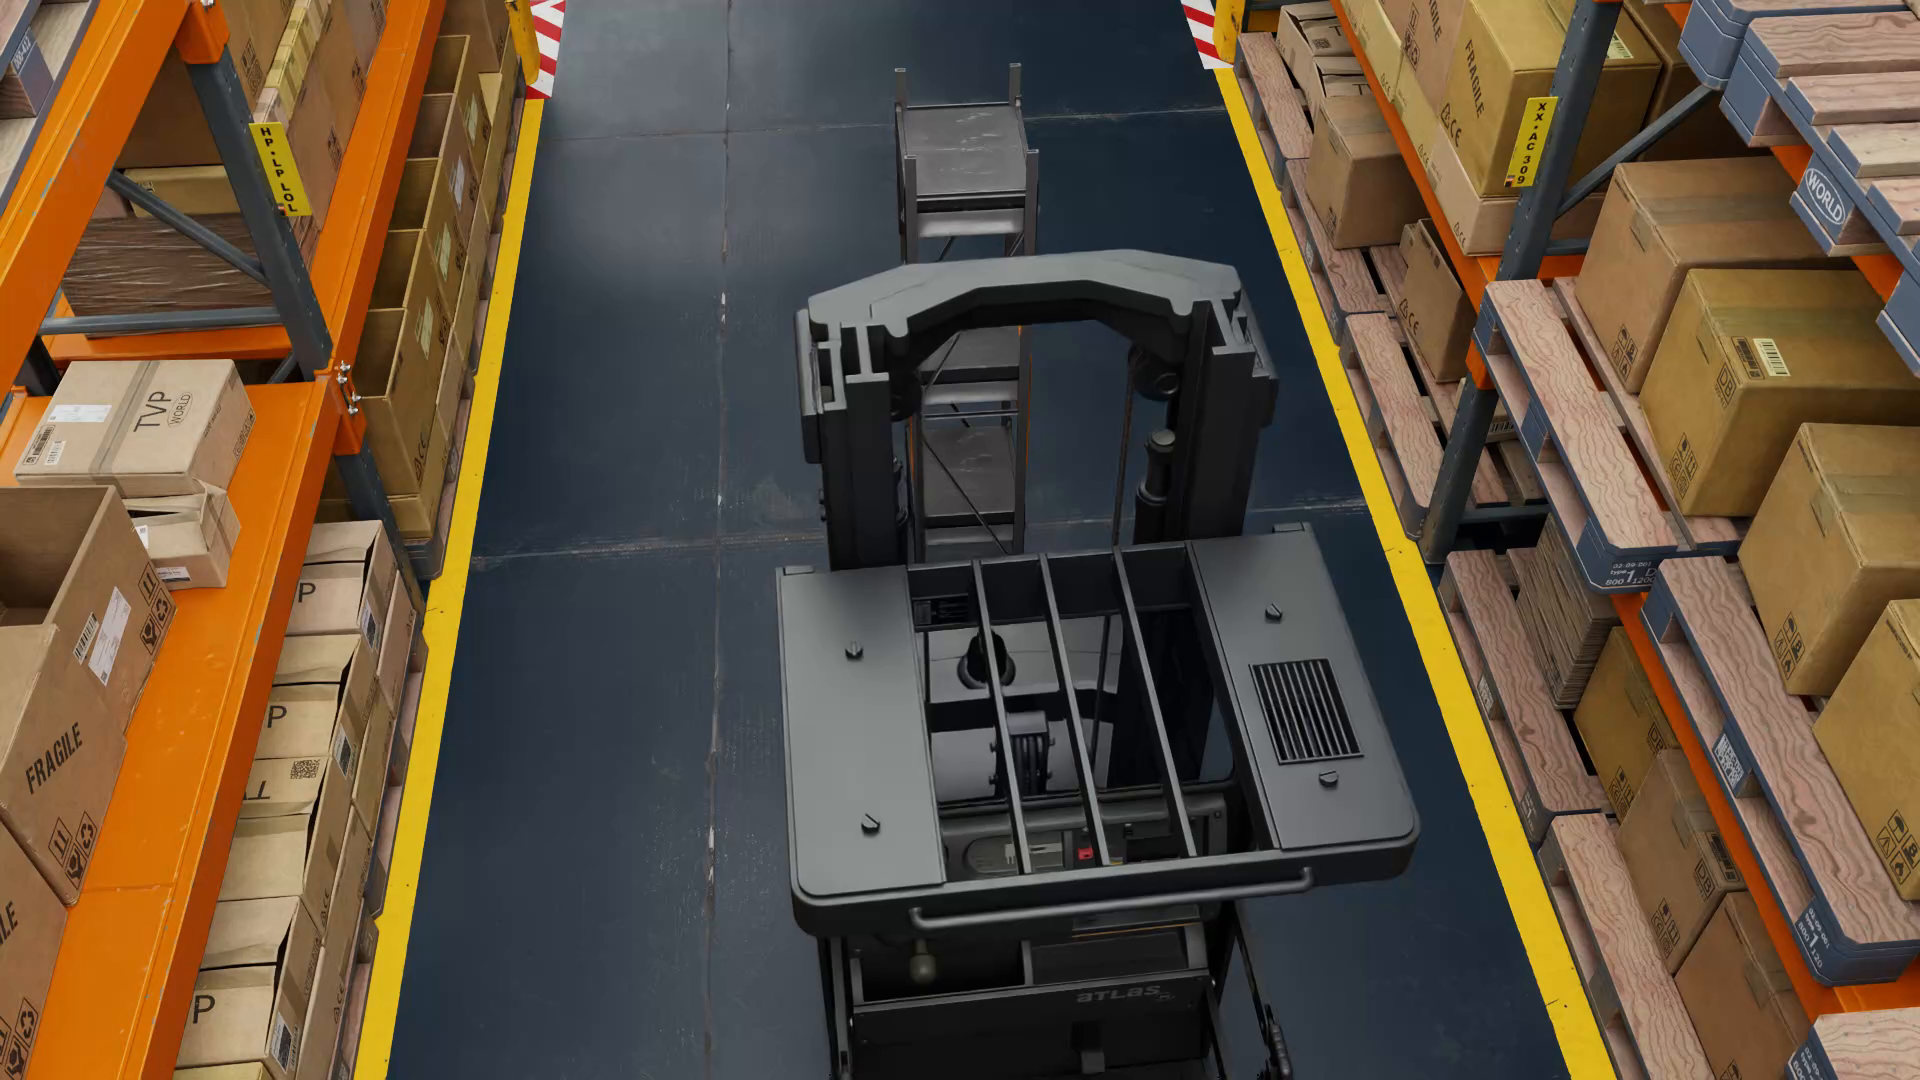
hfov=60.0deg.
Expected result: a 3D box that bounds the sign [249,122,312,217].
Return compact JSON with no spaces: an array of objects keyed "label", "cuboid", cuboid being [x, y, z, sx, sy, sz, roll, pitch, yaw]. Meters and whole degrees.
[{"label":"sign","cuboid":[-2.041,-1.109,4.992,0.100,0.325,0.005,-3,47,-3]}]

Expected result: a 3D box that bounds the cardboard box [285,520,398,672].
[{"label":"cardboard box","cuboid":[-2.261,0.185,5.727,0.500,0.311,0.500,-3,47,-3]}]

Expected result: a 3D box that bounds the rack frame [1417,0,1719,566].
[{"label":"rack frame","cuboid":[2.355,-1.002,5.633,1.000,3.000,0.127,-3,47,-3]}]

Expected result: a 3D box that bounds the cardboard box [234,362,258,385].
[{"label":"cardboard box","cuboid":[-2.867,-0.840,6.567,0.500,0.500,0.500,-3,47,-3]}]

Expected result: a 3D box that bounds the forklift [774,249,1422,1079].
[{"label":"forklift","cuboid":[0.207,0.934,3.846,1.130,2.935,3.031,-5,47,-5]}]

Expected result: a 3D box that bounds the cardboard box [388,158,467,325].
[{"label":"cardboard box","cuboid":[-2.391,-1.233,6.940,0.500,0.500,0.500,-3,47,-3]}]

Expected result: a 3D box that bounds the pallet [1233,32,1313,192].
[{"label":"pallet","cuboid":[2.060,-2.292,8.776,1.003,0.211,1.213,-3,47,-3]}]

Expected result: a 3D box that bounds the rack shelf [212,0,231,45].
[{"label":"rack shelf","cuboid":[-2.748,-2.929,5.888,1.077,0.370,4.000,-3,47,-3]}]

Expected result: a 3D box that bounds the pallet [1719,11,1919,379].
[{"label":"pallet","cuboid":[2.391,-0.766,3.473,1.213,0.211,1.003,-3,47,-3]}]

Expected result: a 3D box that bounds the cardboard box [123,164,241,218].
[{"label":"cardboard box","cuboid":[-2.410,-1.162,5.269,0.380,0.149,0.250,-4,47,-3]}]

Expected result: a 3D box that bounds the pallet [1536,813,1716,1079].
[{"label":"pallet","cuboid":[2.527,1.405,5.274,1.003,0.211,1.213,-3,47,-3]}]

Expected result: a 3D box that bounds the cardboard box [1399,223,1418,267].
[{"label":"cardboard box","cuboid":[2.241,-1.332,7.606,0.380,0.149,0.250,-7,47,-6]}]

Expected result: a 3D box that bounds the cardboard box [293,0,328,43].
[{"label":"cardboard box","cuboid":[-2.497,-1.901,5.969,0.380,0.149,0.250,-5,47,-5]}]

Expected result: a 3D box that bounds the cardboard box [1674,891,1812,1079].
[{"label":"cardboard box","cuboid":[2.581,1.345,4.829,0.700,0.500,0.500,-4,47,-4]}]

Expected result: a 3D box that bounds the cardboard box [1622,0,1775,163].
[{"label":"cardboard box","cuboid":[2.524,-1.568,5.742,0.500,0.500,0.500,-4,47,-4]}]

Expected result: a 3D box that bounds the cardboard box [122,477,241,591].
[{"label":"cardboard box","cuboid":[-2.324,-0.027,4.802,0.396,0.266,0.258,-5,47,-4]}]

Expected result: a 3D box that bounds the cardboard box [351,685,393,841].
[{"label":"cardboard box","cuboid":[-2.216,0.751,5.577,0.500,0.250,0.500,-4,47,-4]}]

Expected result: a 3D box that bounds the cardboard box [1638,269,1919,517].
[{"label":"cardboard box","cuboid":[2.404,-0.413,4.703,0.700,0.500,0.500,1,47,1]}]

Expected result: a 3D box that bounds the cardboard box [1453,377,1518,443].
[{"label":"cardboard box","cuboid":[2.281,-0.564,6.867,0.380,0.166,0.250,-9,47,-8]}]

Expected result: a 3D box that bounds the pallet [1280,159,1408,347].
[{"label":"pallet","cuboid":[2.159,-1.412,7.942,1.003,0.211,1.213,-3,47,-3]}]

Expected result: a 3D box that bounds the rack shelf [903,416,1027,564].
[{"label":"rack shelf","cuboid":[0.014,-0.112,6.392,0.431,0.518,0.480,-3,47,-3]}]

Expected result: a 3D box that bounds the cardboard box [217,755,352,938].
[{"label":"cardboard box","cuboid":[-2.172,0.923,5.028,0.500,0.311,0.500,-4,47,-3]}]

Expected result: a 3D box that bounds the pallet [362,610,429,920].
[{"label":"pallet","cuboid":[-2.480,0.791,5.855,1.003,0.211,1.213,-3,47,-3]}]

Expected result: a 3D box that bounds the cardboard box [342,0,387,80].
[{"label":"cardboard box","cuboid":[-2.757,-2.168,6.669,0.700,0.500,0.500,-2,47,-2]}]

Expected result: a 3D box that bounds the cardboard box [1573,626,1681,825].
[{"label":"cardboard box","cuboid":[2.527,0.608,5.526,0.700,0.500,0.500,-4,47,-4]}]

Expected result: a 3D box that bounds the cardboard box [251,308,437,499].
[{"label":"cardboard box","cuboid":[-2.307,-0.510,6.255,0.500,0.500,0.500,-3,47,-3]}]

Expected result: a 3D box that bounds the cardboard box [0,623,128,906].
[{"label":"cardboard box","cuboid":[-2.447,0.567,4.078,0.500,0.500,0.500,-3,47,-3]}]

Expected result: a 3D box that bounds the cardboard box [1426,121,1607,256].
[{"label":"cardboard box","cuboid":[2.014,-1.282,5.987,0.500,0.250,0.500,-3,47,-3]}]

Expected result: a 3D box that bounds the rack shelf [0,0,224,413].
[{"label":"rack shelf","cuboid":[-2.413,-0.035,3.147,1.077,0.370,4.000,-3,47,-3]}]

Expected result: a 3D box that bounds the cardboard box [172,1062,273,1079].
[{"label":"cardboard box","cuboid":[-2.090,1.658,4.332,0.500,0.311,0.500,-5,47,-4]}]

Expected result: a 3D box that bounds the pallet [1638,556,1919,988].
[{"label":"pallet","cuboid":[2.484,0.528,4.316,1.003,0.211,1.213,-3,47,-3]}]

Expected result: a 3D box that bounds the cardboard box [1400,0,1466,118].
[{"label":"cardboard box","cuboid":[1.960,-1.899,6.056,0.500,0.500,0.500,-4,47,-4]}]

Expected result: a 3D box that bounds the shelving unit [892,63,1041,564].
[{"label":"shelving unit","cuboid":[0.014,-0.602,5.874,0.431,2.100,0.503,-3,47,-3]}]

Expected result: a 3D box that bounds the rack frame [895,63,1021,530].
[{"label":"rack frame","cuboid":[-0.007,-0.779,6.041,0.400,2.100,0.015,-3,47,-3]}]

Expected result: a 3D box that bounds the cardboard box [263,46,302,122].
[{"label":"cardboard box","cuboid":[-2.455,-1.530,5.618,0.380,0.149,0.250,-5,47,-4]}]

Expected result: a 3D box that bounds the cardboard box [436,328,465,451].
[{"label":"cardboard box","cuboid":[-2.354,-0.613,6.869,0.500,0.250,0.500,-3,47,-3]}]

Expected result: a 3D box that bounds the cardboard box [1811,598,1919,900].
[{"label":"cardboard box","cuboid":[2.514,0.467,3.870,0.700,0.500,0.500,-3,47,-3]}]

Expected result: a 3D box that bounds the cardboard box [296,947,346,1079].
[{"label":"cardboard box","cuboid":[-2.132,1.490,4.878,0.500,0.250,0.500,-3,47,-2]}]

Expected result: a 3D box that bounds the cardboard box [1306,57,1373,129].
[{"label":"cardboard box","cuboid":[2.036,-2.204,8.321,0.500,0.311,0.500,0,47,0]}]

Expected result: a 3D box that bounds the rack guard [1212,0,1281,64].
[{"label":"rack guard","cuboid":[2.027,-2.982,9.230,1.175,0.500,0.348,-3,47,-3]}]

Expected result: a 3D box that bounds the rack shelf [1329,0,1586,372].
[{"label":"rack shelf","cuboid":[2.188,-2.202,7.265,1.077,0.370,4.000,-3,47,-3]}]

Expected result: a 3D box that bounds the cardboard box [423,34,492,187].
[{"label":"cardboard box","cuboid":[-2.476,-1.957,7.625,0.500,0.500,0.500,-3,47,-3]}]

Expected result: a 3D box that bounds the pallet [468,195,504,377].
[{"label":"pallet","cuboid":[-2.711,-1.202,7.743,1.003,0.211,1.213,-3,47,-3]}]

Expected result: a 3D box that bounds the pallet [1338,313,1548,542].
[{"label":"pallet","cuboid":[2.264,-0.527,7.104,1.003,0.211,1.213,-3,47,-3]}]

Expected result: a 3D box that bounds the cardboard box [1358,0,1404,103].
[{"label":"cardboard box","cuboid":[1.923,-2.006,6.673,0.500,0.250,0.500,-4,47,-4]}]

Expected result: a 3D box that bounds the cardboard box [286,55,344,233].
[{"label":"cardboard box","cuboid":[-2.675,-1.435,5.974,0.700,0.500,0.500,-4,47,-4]}]

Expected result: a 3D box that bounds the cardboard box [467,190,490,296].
[{"label":"cardboard box","cuboid":[-2.439,-1.337,7.555,0.500,0.250,0.500,-3,47,-3]}]

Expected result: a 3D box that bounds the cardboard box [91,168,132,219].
[{"label":"cardboard box","cuboid":[-2.817,-1.140,5.248,0.380,0.149,0.250,-4,47,-3]}]

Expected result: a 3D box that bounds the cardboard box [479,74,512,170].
[{"label":"cardboard box","cuboid":[-2.522,-2.060,8.240,0.500,0.250,0.500,-3,47,-3]}]

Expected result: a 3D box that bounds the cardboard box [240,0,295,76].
[{"label":"cardboard box","cuboid":[-2.668,-1.865,5.488,0.700,0.500,0.500,-4,47,-3]}]
